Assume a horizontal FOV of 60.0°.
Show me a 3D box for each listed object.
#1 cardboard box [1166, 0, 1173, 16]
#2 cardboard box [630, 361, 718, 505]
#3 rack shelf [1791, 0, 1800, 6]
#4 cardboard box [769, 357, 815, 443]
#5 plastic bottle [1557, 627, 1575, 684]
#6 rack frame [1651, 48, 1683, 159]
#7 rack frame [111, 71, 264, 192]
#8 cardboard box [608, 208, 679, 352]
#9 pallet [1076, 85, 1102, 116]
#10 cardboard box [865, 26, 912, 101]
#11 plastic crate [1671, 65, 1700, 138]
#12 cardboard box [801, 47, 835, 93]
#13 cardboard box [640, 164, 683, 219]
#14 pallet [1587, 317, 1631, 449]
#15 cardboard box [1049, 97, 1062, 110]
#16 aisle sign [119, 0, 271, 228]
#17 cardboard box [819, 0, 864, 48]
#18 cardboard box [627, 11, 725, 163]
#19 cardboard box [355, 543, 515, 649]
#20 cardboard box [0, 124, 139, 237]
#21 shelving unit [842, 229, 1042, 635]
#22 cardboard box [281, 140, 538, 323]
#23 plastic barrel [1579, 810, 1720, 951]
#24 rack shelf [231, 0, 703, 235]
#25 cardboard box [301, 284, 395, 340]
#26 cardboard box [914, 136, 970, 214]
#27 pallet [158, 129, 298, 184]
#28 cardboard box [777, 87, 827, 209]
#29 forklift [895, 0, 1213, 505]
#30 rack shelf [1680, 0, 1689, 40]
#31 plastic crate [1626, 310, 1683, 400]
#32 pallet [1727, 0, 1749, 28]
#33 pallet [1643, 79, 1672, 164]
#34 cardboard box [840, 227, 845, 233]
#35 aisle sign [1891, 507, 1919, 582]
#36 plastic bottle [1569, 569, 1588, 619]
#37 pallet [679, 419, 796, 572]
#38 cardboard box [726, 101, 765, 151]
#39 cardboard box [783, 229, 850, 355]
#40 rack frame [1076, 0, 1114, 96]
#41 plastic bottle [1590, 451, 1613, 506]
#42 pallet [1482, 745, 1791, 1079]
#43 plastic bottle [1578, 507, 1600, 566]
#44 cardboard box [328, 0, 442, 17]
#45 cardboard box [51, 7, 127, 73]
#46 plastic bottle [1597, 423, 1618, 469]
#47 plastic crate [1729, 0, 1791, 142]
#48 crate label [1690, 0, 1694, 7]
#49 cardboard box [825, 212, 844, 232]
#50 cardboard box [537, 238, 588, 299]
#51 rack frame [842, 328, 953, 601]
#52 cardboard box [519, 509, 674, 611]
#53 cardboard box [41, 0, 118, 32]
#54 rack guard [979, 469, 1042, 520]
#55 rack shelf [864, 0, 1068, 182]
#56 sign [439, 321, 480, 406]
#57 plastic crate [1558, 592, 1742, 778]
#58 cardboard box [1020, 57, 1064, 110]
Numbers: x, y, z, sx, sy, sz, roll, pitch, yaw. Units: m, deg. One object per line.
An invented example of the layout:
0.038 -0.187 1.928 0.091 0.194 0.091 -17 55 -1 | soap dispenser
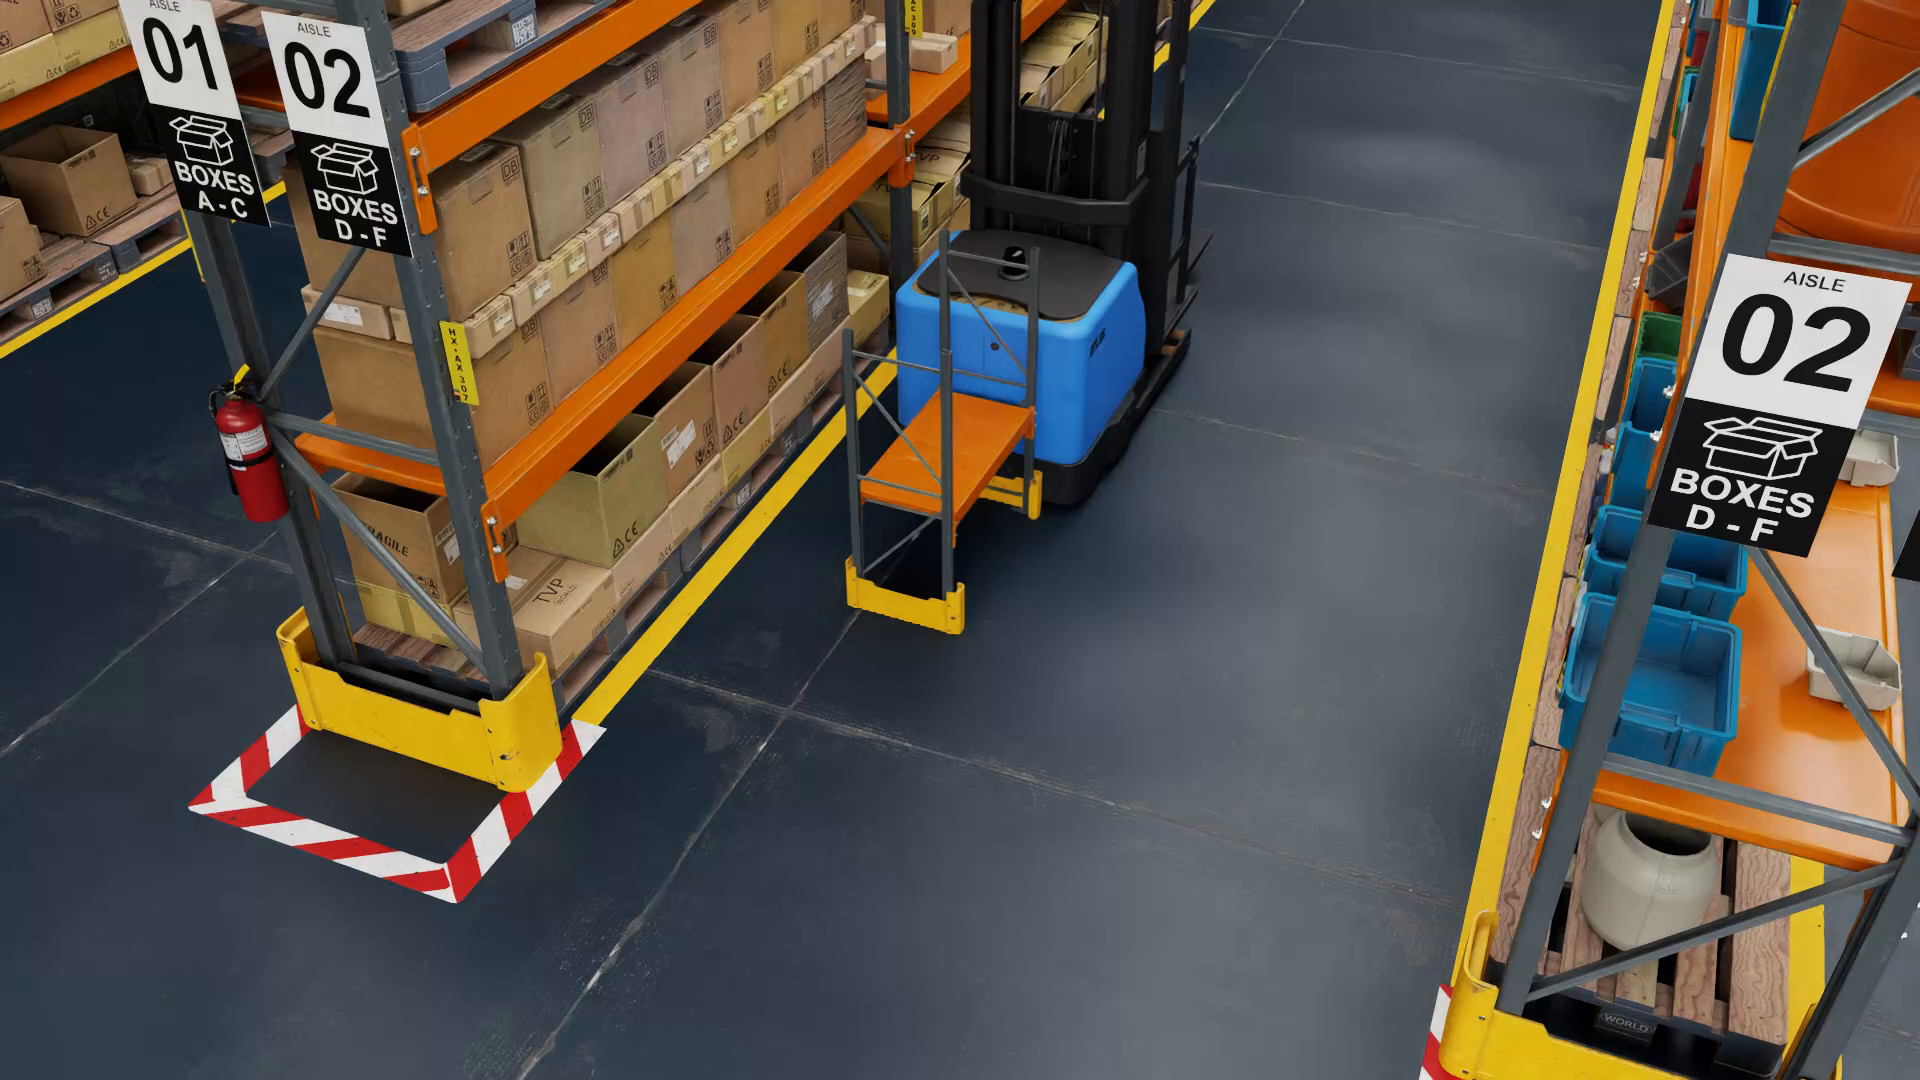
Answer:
1.587 -4.735 13.901 0.500 0.500 0.500 13 39 17 | cardboard box
-1.507 -0.546 7.896 0.500 0.500 0.500 14 39 18 | cardboard box
3.057 -2.307 4.857 1.077 0.370 4.000 14 39 18 | rack shelf
-1.112 -0.796 8.857 0.500 0.250 0.500 14 39 18 | cardboard box
2.617 0.481 7.104 0.061 0.283 0.133 15 39 19 | plastic bottle
5.340 -3.675 10.762 1.000 3.000 0.127 14 39 18 | rack frame
-5.344 -3.717 10.819 1.000 3.000 0.127 14 39 18 | rack frame
-1.705 -1.237 7.417 0.700 0.500 0.500 14 39 18 | cardboard box
0.411 -3.241 12.512 1.003 0.211 1.213 14 39 18 | pallet
-0.615 -2.813 9.735 0.500 0.250 0.500 16 40 21 | cardboard box
4.219 -2.404 9.239 0.450 0.188 0.662 14 39 18 | plastic crate
-0.860 -2.409 8.444 0.380 0.149 0.250 13 39 16 | cardboard box
-1.447 -1.557 7.304 0.380 0.149 0.250 13 39 17 | cardboard box
4.080 -0.787 9.228 1.003 0.211 1.213 14 39 18 | pallet
0.399 -2.961 11.754 0.500 0.250 0.500 15 39 19 | cardboard box
-2.580 -1.448 5.611 0.394 0.787 0.004 14 39 18 | aisle sign
-0.925 -2.903 8.563 0.700 0.500 0.500 14 39 18 | cardboard box
-1.498 -2.069 7.447 0.700 0.500 0.500 14 39 18 | cardboard box
-2.353 0.193 7.533 0.500 0.250 0.500 14 39 18 | cardboard box
-5.702 -2.308 10.654 0.500 0.500 0.500 11 38 14 | cardboard box
-0.061 -0.517 7.791 0.587 1.500 1.083 14 39 18 | shelving unit
-2.074 -1.220 6.312 0.700 0.500 0.500 14 39 18 | cardboard box
2.475 1.201 5.966 0.421 0.512 0.421 0 37 0 | plastic barrel
-1.523 -2.396 7.148 1.077 0.370 4.000 14 39 18 | rack shelf
-2.315 -0.931 6.466 0.380 0.149 0.250 13 39 17 | cardboard box
-0.179 -2.330 10.441 0.500 0.311 0.500 13 39 17 | cardboard box
-5.049 -3.031 12.231 1.003 0.211 1.213 14 39 18 | pallet
-1.119 -2.090 8.558 0.700 0.500 0.500 13 39 17 | cardboard box
0.711 -2.232 8.890 1.130 2.935 3.031 14 39 18 | forklift
6.101 -4.494 12.459 1.077 0.370 4.000 14 39 18 | rack shelf
3.040 -0.688 6.943 0.450 0.188 0.662 14 39 18 | plastic crate
3.633 -2.164 6.394 1.213 0.211 1.003 14 39 18 | pallet
5.601 -3.004 12.194 1.003 0.211 1.213 14 39 18 | pallet
-0.872 -1.953 10.405 0.500 0.250 0.500 13 39 17 | cardboard box
2.539 -0.180 3.915 0.394 0.787 0.004 14 39 18 | aisle sign
2.822 0.220 7.397 0.144 0.351 0.185 15 39 20 | plastic bottle
-1.566 -0.365 8.663 1.003 0.211 1.213 14 39 18 | pallet
-1.152 -1.988 7.881 0.380 0.149 0.250 15 39 19 | cardboard box
-0.937 -1.377 9.008 0.500 0.500 0.500 14 39 18 | cardboard box
0.760 -4.805 12.275 1.000 3.000 0.127 14 39 18 | rack frame
3.193 -0.283 8.133 0.152 0.276 0.135 15 39 19 | plastic bottle
2.595 1.370 6.342 1.003 0.211 1.213 14 39 18 | pallet
2.954 -0.009 7.760 0.061 0.283 0.133 16 40 20 | plastic bottle
-2.061 -2.160 5.677 0.797 0.503 0.637 17 40 21 | cardboard box
-5.441 -3.059 10.048 0.500 0.250 0.500 14 39 18 | cardboard box
3.291 -0.467 8.382 0.097 0.271 0.097 0 37 0 | plastic bottle
2.743 -1.565 5.447 0.392 0.384 0.575 14 39 18 | plastic crate
4.833 -3.460 10.615 0.303 0.233 0.416 14 39 18 | crate label
-0.873 -2.171 10.229 0.500 0.311 0.500 14 39 18 | cardboard box
-1.741 -1.128 6.730 0.380 0.149 0.250 14 39 18 | cardboard box
-0.266 -0.233 7.410 0.500 1.500 0.032 14 39 18 | rack frame
-1.687 0.034 7.747 0.500 0.250 0.500 14 39 18 | cardboard box
-5.423 -3.355 9.817 0.500 0.500 0.500 14 39 17 | cardboard box
0.136 -0.291 8.532 0.587 0.250 0.087 14 39 18 | rack guard
-0.001 -3.410 11.009 1.077 0.370 4.000 14 39 18 | rack shelf
-1.773 -0.624 5.892 0.100 0.325 0.005 14 39 18 | sign
2.209 0.469 5.343 0.499 0.251 0.616 14 39 18 | plastic crate
0.402 -3.182 11.581 0.500 0.311 0.500 14 39 17 | cardboard box
